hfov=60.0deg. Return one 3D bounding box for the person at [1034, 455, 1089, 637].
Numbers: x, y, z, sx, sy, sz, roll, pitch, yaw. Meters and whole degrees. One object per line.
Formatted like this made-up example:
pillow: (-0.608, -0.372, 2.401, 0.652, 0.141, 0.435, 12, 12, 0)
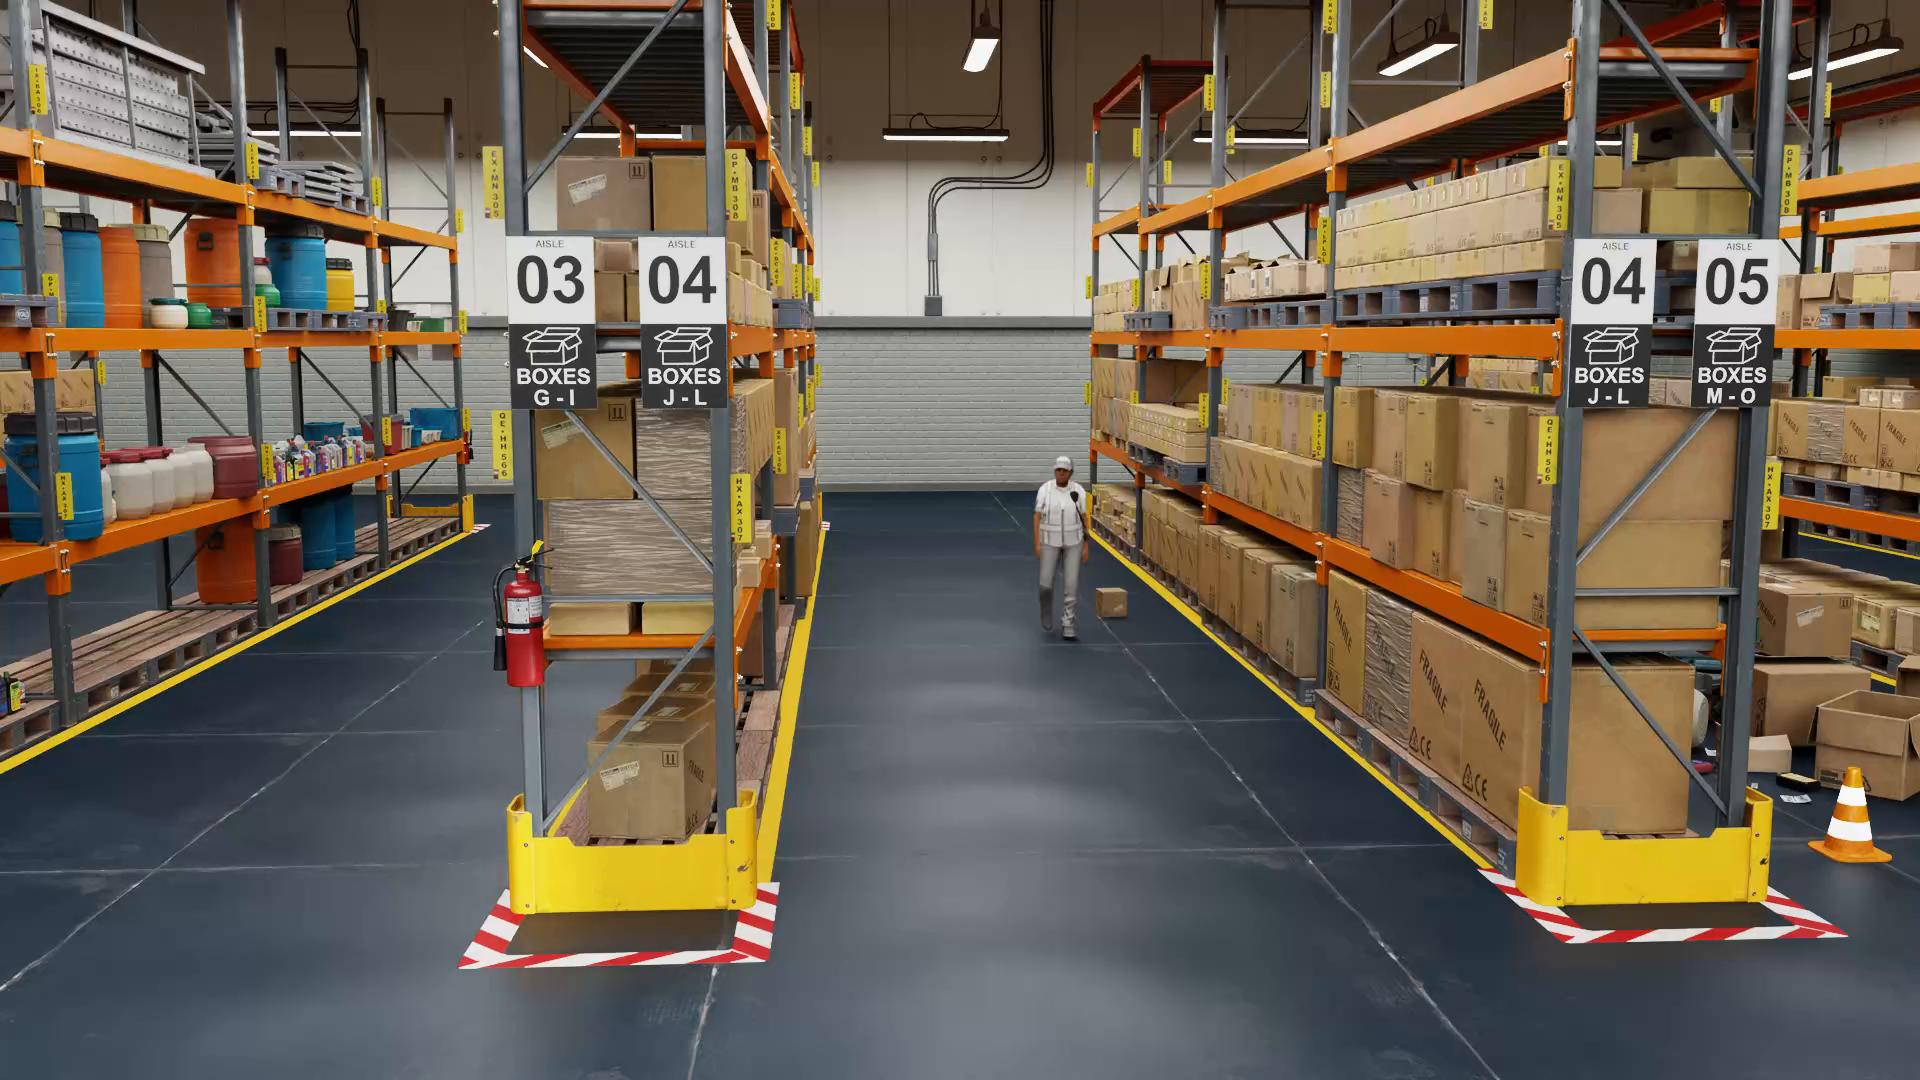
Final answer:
person: (0.925, 0.044, 15.200, 0.504, 1.649, 0.487, 0, 7, -2)
